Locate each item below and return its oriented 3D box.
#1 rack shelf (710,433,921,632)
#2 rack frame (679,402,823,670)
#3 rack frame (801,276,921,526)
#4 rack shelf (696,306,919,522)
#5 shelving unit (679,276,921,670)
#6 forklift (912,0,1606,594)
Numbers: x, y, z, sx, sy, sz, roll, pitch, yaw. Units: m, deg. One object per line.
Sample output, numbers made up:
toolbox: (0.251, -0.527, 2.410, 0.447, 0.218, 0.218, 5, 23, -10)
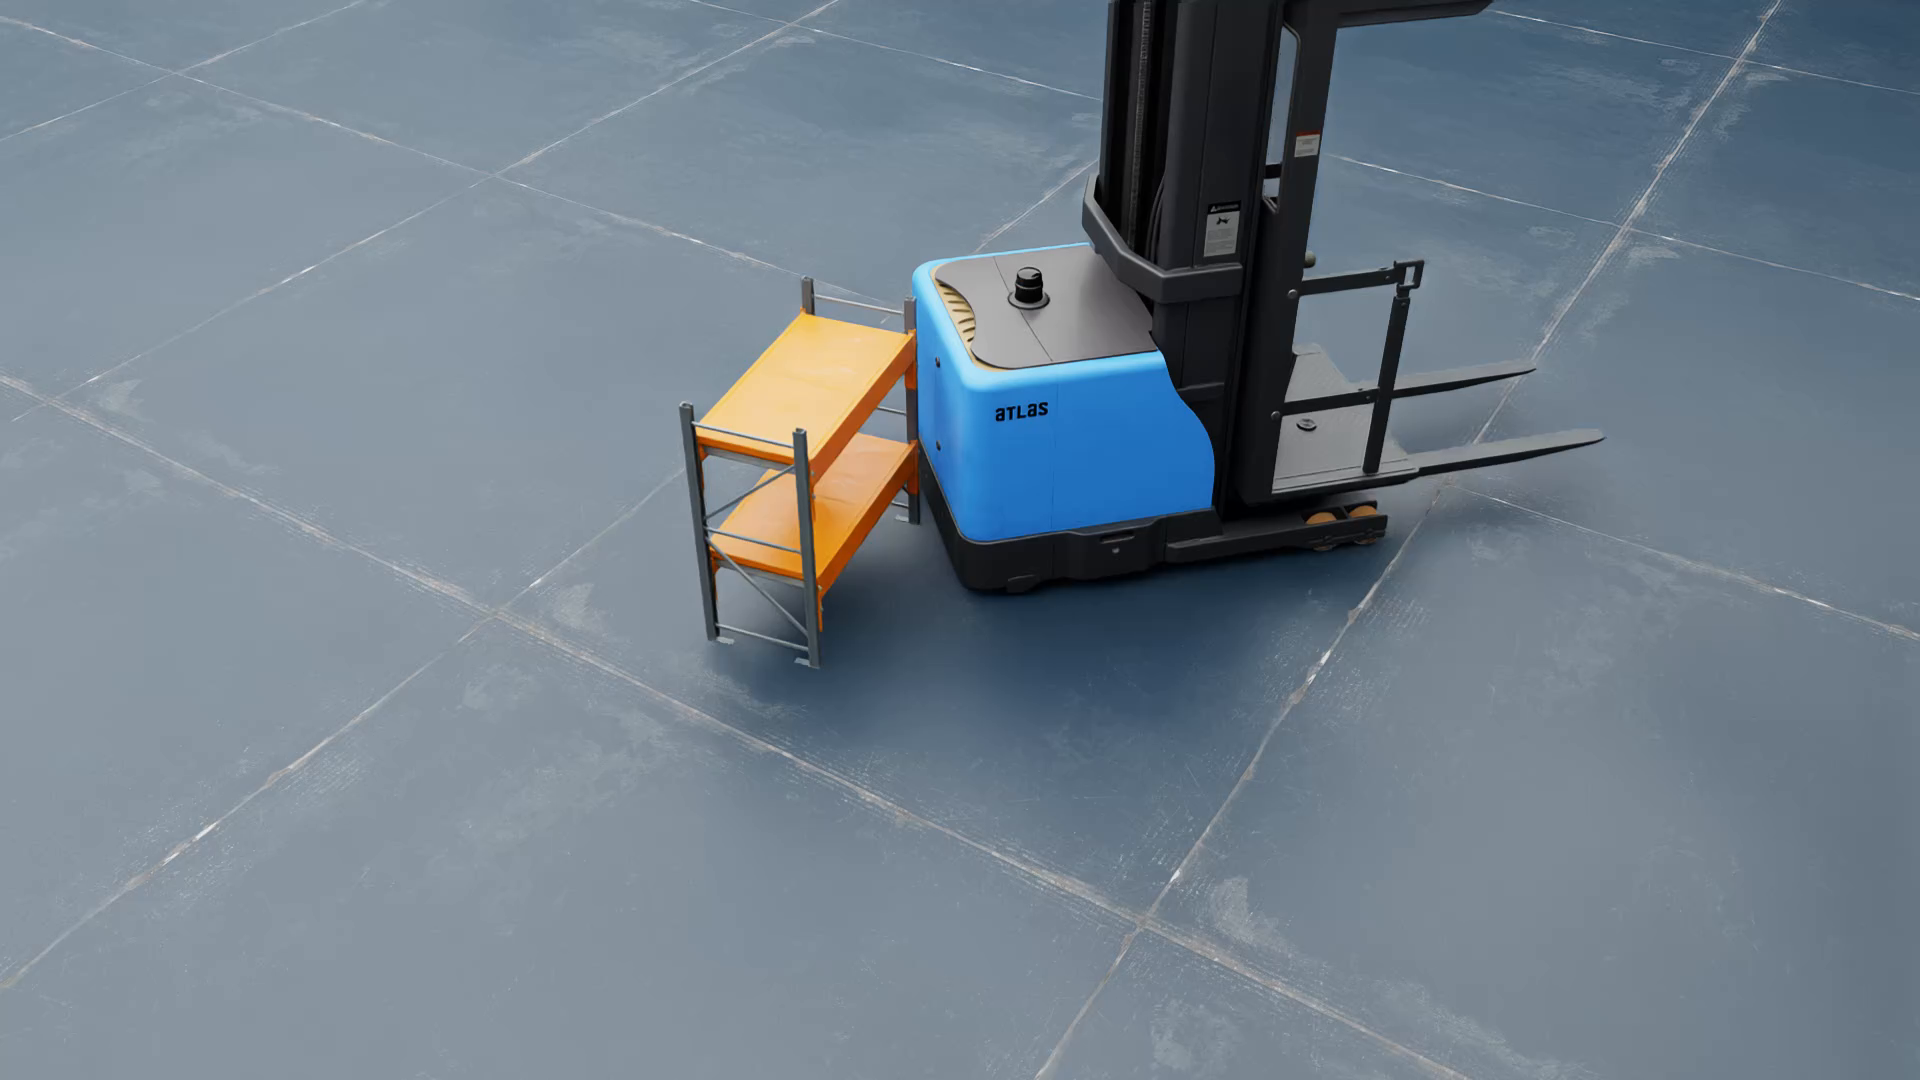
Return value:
rack shelf: (-0.598, -0.091, 6.847, 0.538, 0.278, 1.000, 13, 40, 17)
rack frame: (-0.784, 0.005, 6.323, 0.500, 1.125, 0.032, 13, 40, 17)
rack frame: (-0.413, -0.573, 7.072, 0.500, 1.125, 0.032, 13, 40, 17)
rack shelf: (-0.598, -0.516, 6.519, 0.538, 0.278, 1.000, 13, 40, 17)
shelving unit: (-0.598, -0.284, 6.697, 0.538, 1.125, 1.048, 13, 40, 17)
forklift: (1.359, -1.419, 6.689, 3.031, 2.935, 1.130, -9, 38, -11)
